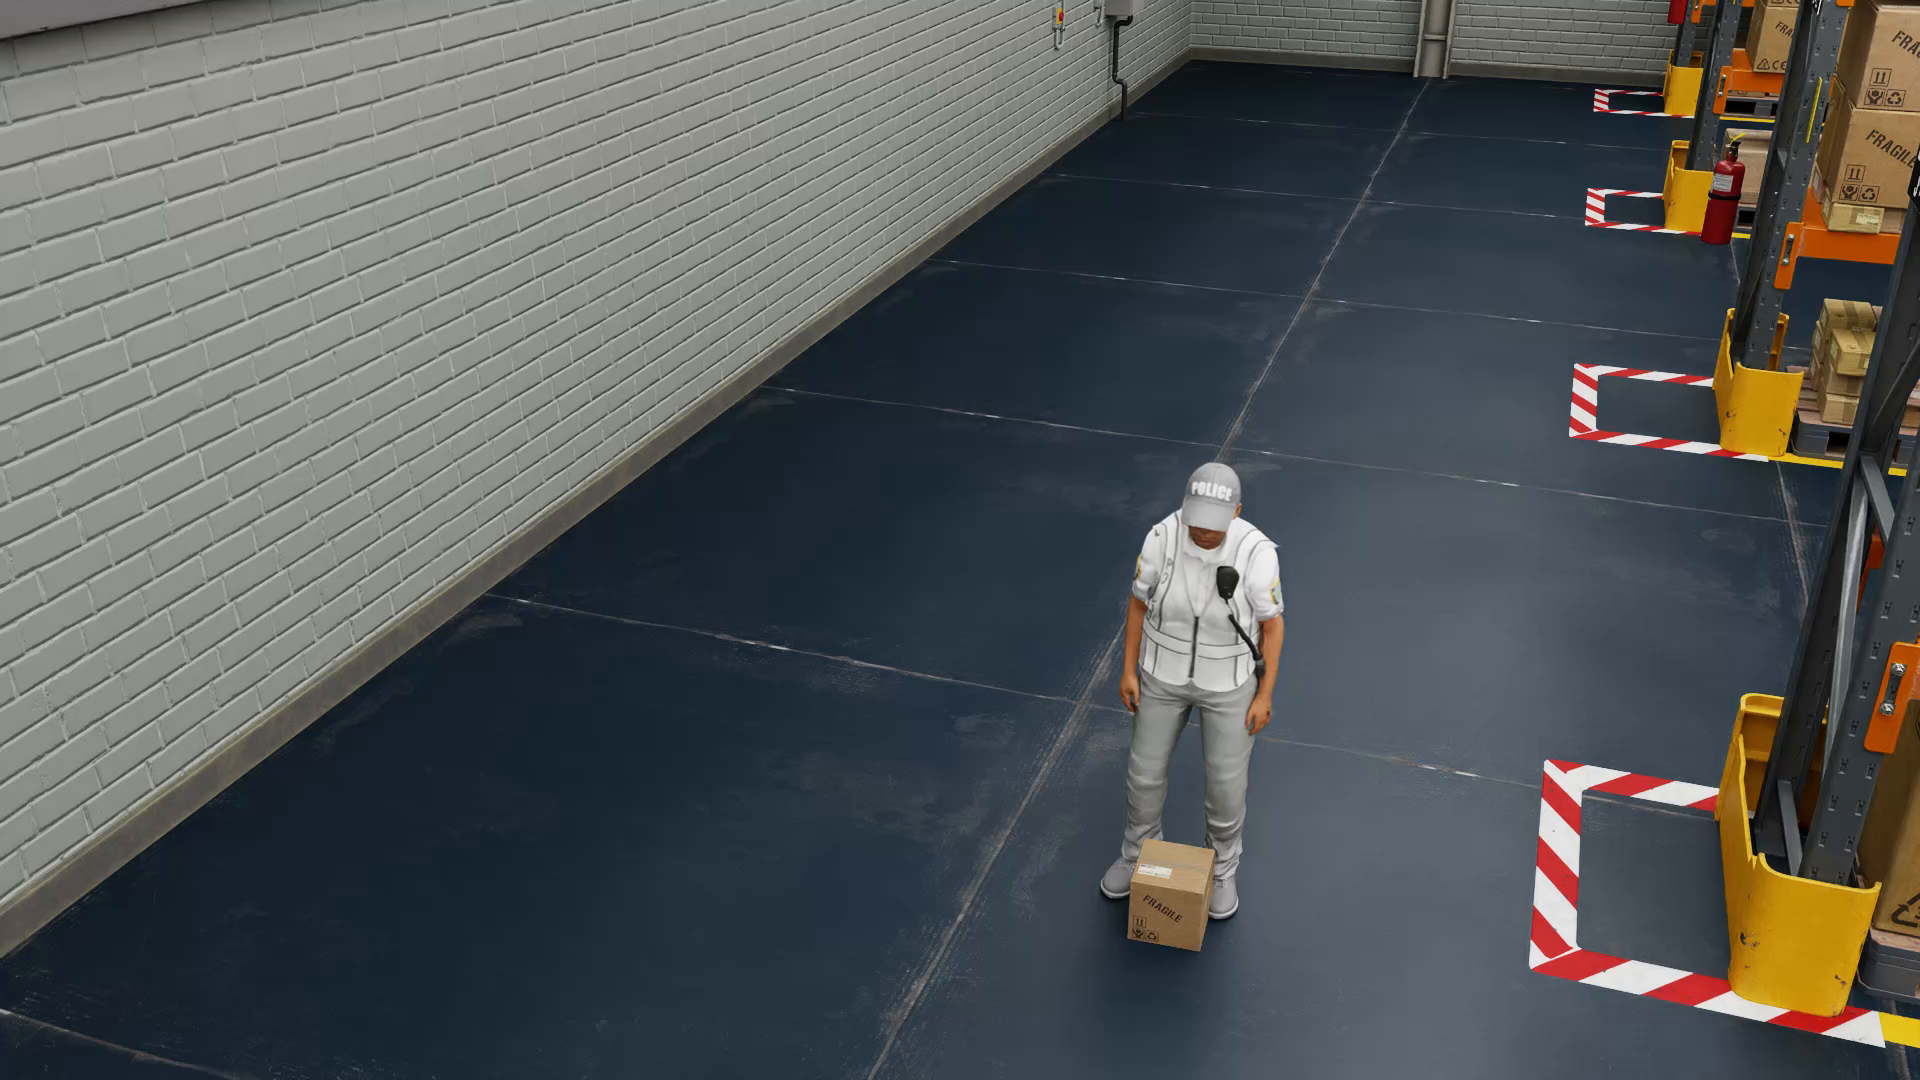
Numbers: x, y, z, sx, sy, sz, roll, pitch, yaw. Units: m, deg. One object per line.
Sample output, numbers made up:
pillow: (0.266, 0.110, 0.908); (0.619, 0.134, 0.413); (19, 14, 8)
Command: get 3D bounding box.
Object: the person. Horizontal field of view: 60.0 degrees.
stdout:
person: (0.790, 0.490, 5.594); (0.539, 1.667, 0.466); (9, 27, 18)
